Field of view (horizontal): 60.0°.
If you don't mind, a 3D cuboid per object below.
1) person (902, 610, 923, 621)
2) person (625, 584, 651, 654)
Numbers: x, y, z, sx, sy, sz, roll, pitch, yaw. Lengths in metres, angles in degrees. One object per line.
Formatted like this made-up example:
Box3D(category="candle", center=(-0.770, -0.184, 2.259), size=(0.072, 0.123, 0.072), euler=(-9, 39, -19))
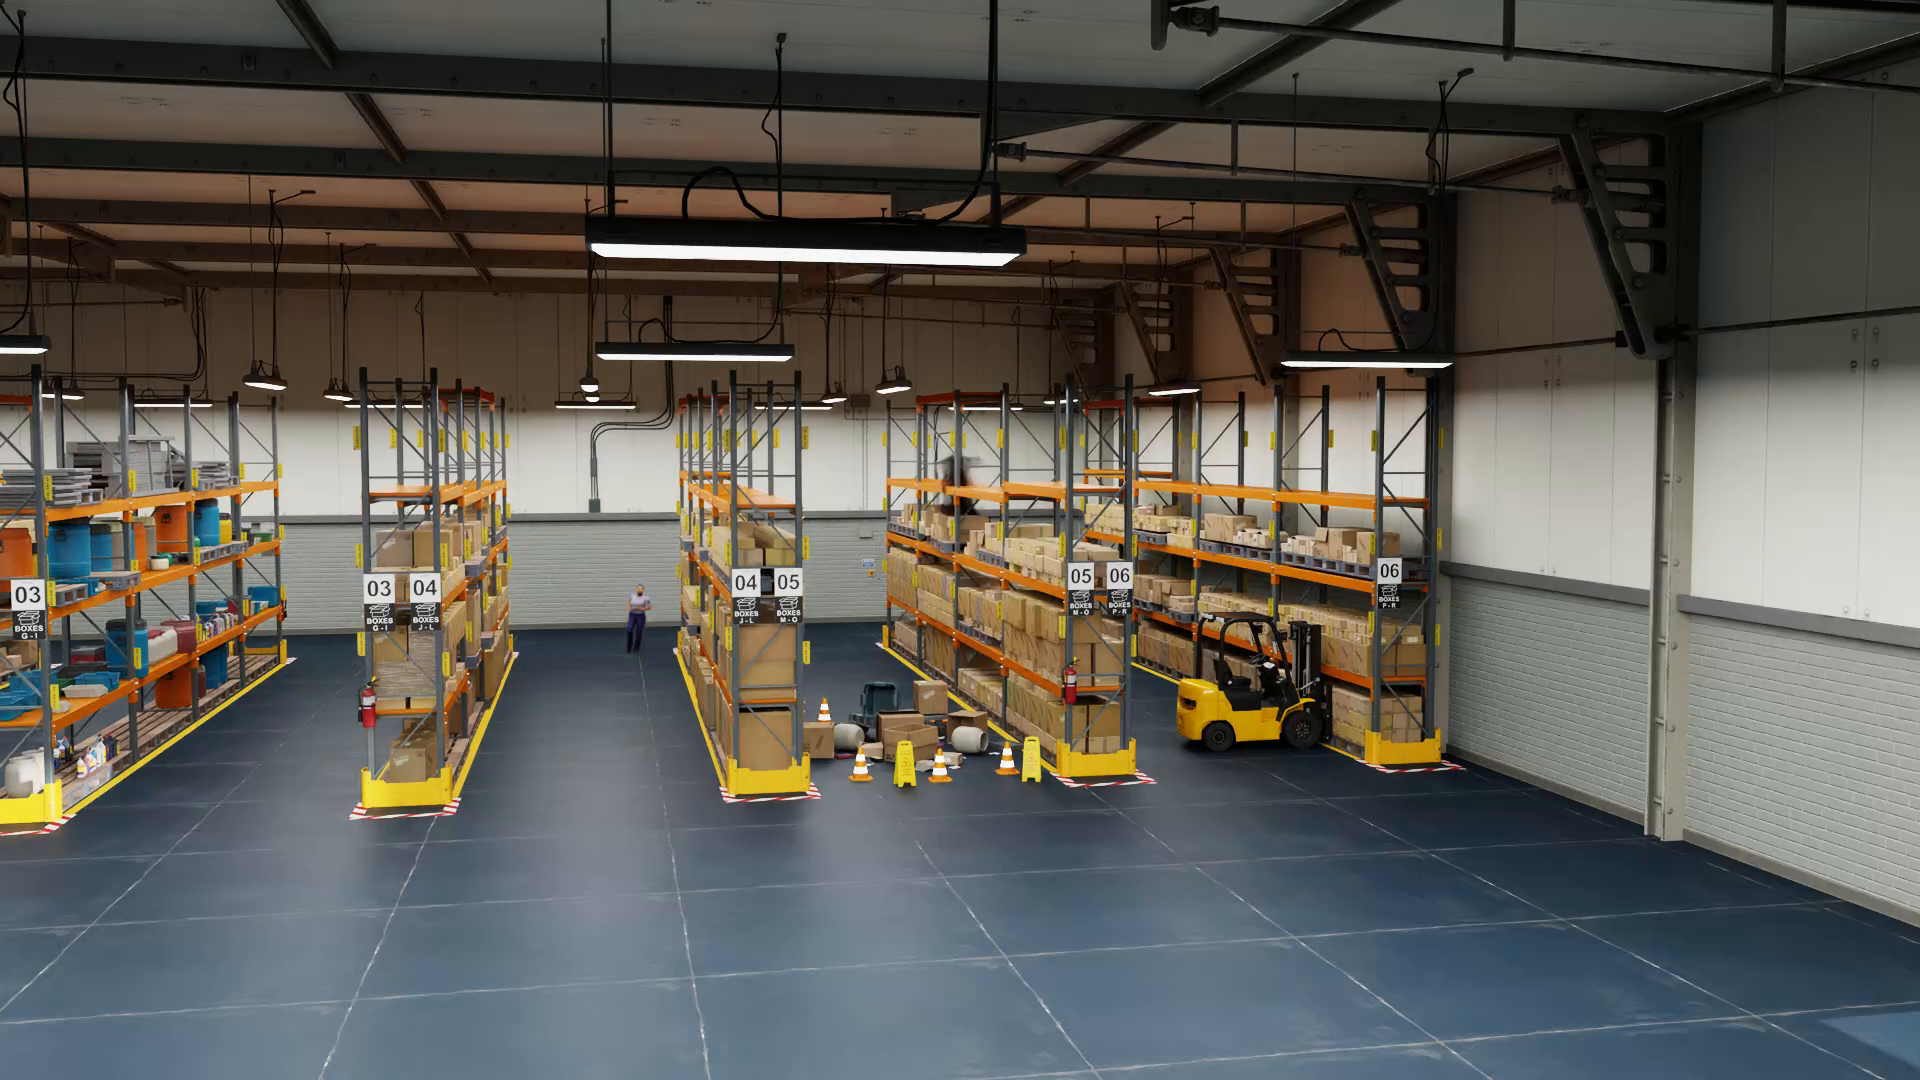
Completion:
Box3D(category="person", center=(-1.174, 1.572, 42.625), size=(0.695, 1.783, 0.648), euler=(-2, 4, -28))
Box3D(category="person", center=(-7.583, 1.884, 39.262), size=(0.611, 1.677, 0.670), euler=(0, 3, 0))
